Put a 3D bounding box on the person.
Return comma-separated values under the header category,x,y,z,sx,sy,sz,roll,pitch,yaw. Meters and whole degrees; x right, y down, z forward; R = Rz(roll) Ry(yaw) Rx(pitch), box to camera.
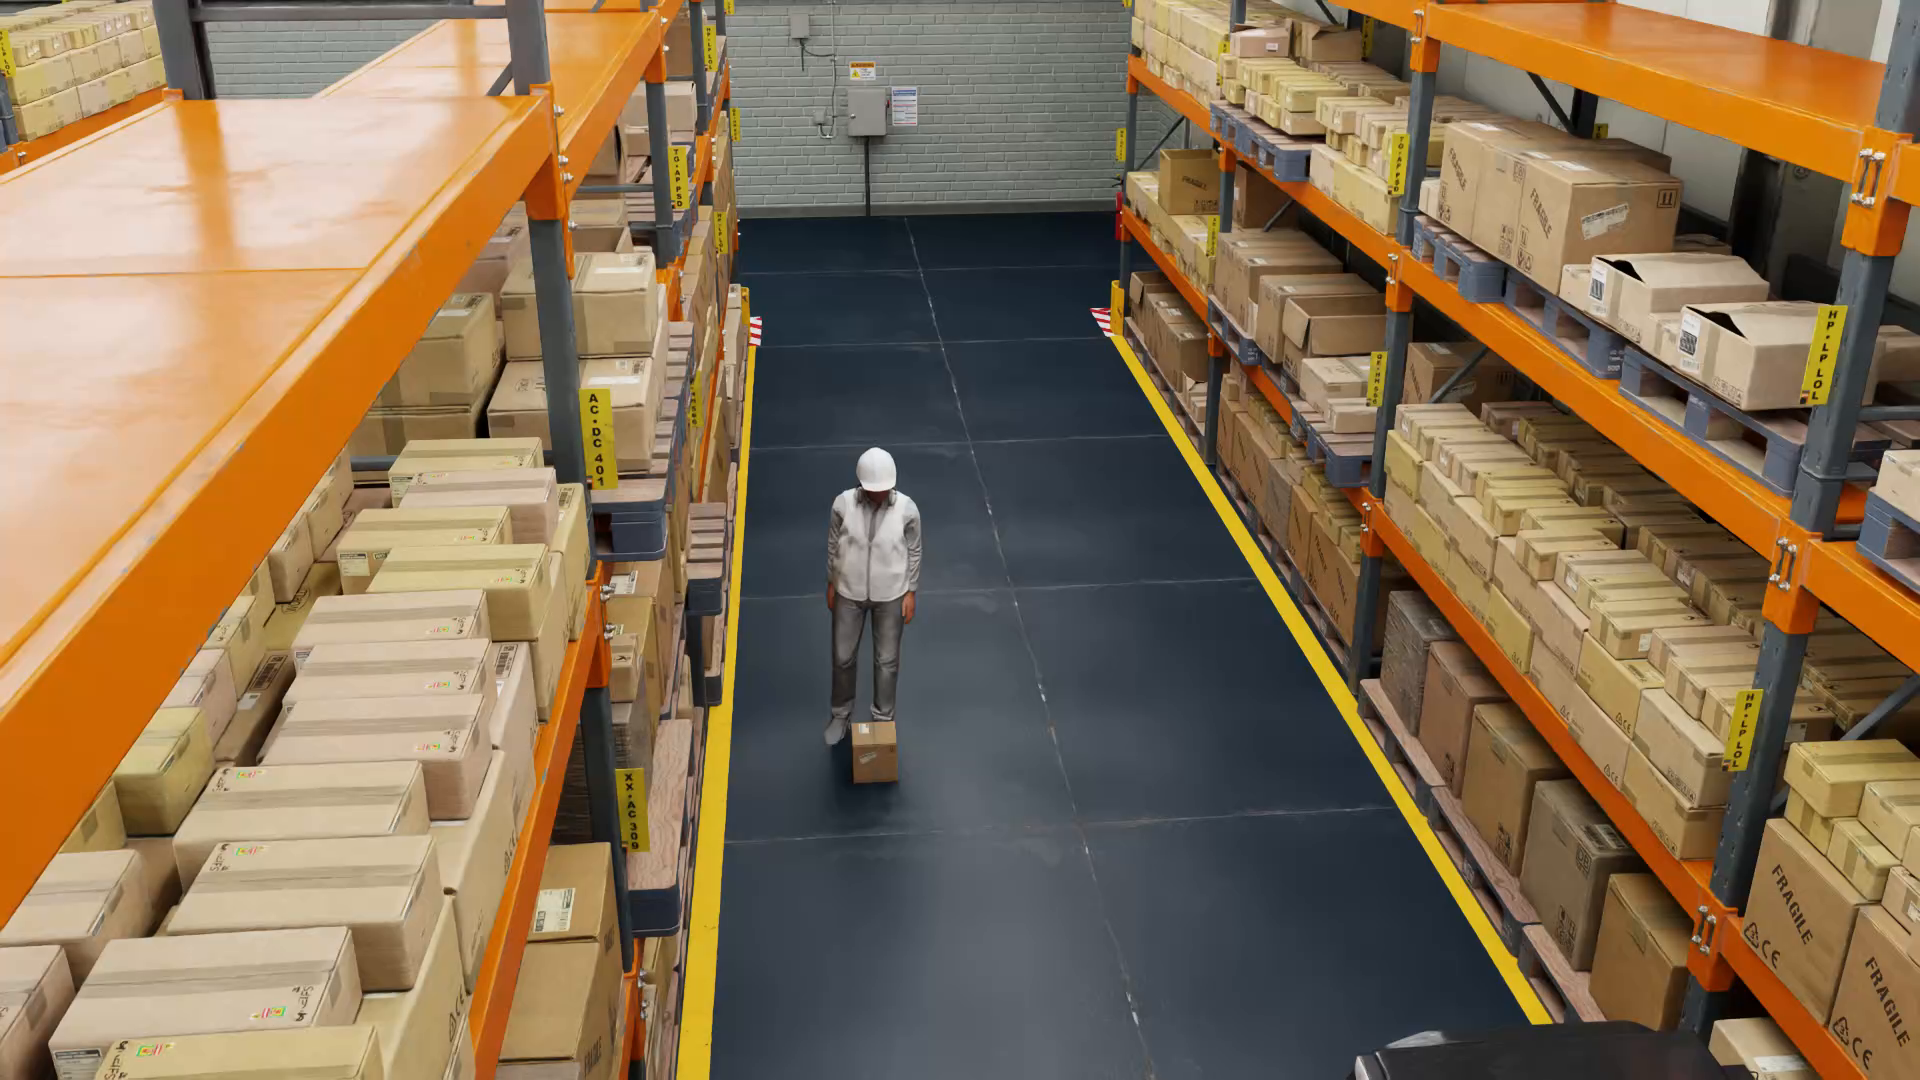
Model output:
category,x,y,z,sx,sy,sz,roll,pitch,yaw
person,-0.516,0.344,9.517,0.596,1.820,0.476,0,24,0
